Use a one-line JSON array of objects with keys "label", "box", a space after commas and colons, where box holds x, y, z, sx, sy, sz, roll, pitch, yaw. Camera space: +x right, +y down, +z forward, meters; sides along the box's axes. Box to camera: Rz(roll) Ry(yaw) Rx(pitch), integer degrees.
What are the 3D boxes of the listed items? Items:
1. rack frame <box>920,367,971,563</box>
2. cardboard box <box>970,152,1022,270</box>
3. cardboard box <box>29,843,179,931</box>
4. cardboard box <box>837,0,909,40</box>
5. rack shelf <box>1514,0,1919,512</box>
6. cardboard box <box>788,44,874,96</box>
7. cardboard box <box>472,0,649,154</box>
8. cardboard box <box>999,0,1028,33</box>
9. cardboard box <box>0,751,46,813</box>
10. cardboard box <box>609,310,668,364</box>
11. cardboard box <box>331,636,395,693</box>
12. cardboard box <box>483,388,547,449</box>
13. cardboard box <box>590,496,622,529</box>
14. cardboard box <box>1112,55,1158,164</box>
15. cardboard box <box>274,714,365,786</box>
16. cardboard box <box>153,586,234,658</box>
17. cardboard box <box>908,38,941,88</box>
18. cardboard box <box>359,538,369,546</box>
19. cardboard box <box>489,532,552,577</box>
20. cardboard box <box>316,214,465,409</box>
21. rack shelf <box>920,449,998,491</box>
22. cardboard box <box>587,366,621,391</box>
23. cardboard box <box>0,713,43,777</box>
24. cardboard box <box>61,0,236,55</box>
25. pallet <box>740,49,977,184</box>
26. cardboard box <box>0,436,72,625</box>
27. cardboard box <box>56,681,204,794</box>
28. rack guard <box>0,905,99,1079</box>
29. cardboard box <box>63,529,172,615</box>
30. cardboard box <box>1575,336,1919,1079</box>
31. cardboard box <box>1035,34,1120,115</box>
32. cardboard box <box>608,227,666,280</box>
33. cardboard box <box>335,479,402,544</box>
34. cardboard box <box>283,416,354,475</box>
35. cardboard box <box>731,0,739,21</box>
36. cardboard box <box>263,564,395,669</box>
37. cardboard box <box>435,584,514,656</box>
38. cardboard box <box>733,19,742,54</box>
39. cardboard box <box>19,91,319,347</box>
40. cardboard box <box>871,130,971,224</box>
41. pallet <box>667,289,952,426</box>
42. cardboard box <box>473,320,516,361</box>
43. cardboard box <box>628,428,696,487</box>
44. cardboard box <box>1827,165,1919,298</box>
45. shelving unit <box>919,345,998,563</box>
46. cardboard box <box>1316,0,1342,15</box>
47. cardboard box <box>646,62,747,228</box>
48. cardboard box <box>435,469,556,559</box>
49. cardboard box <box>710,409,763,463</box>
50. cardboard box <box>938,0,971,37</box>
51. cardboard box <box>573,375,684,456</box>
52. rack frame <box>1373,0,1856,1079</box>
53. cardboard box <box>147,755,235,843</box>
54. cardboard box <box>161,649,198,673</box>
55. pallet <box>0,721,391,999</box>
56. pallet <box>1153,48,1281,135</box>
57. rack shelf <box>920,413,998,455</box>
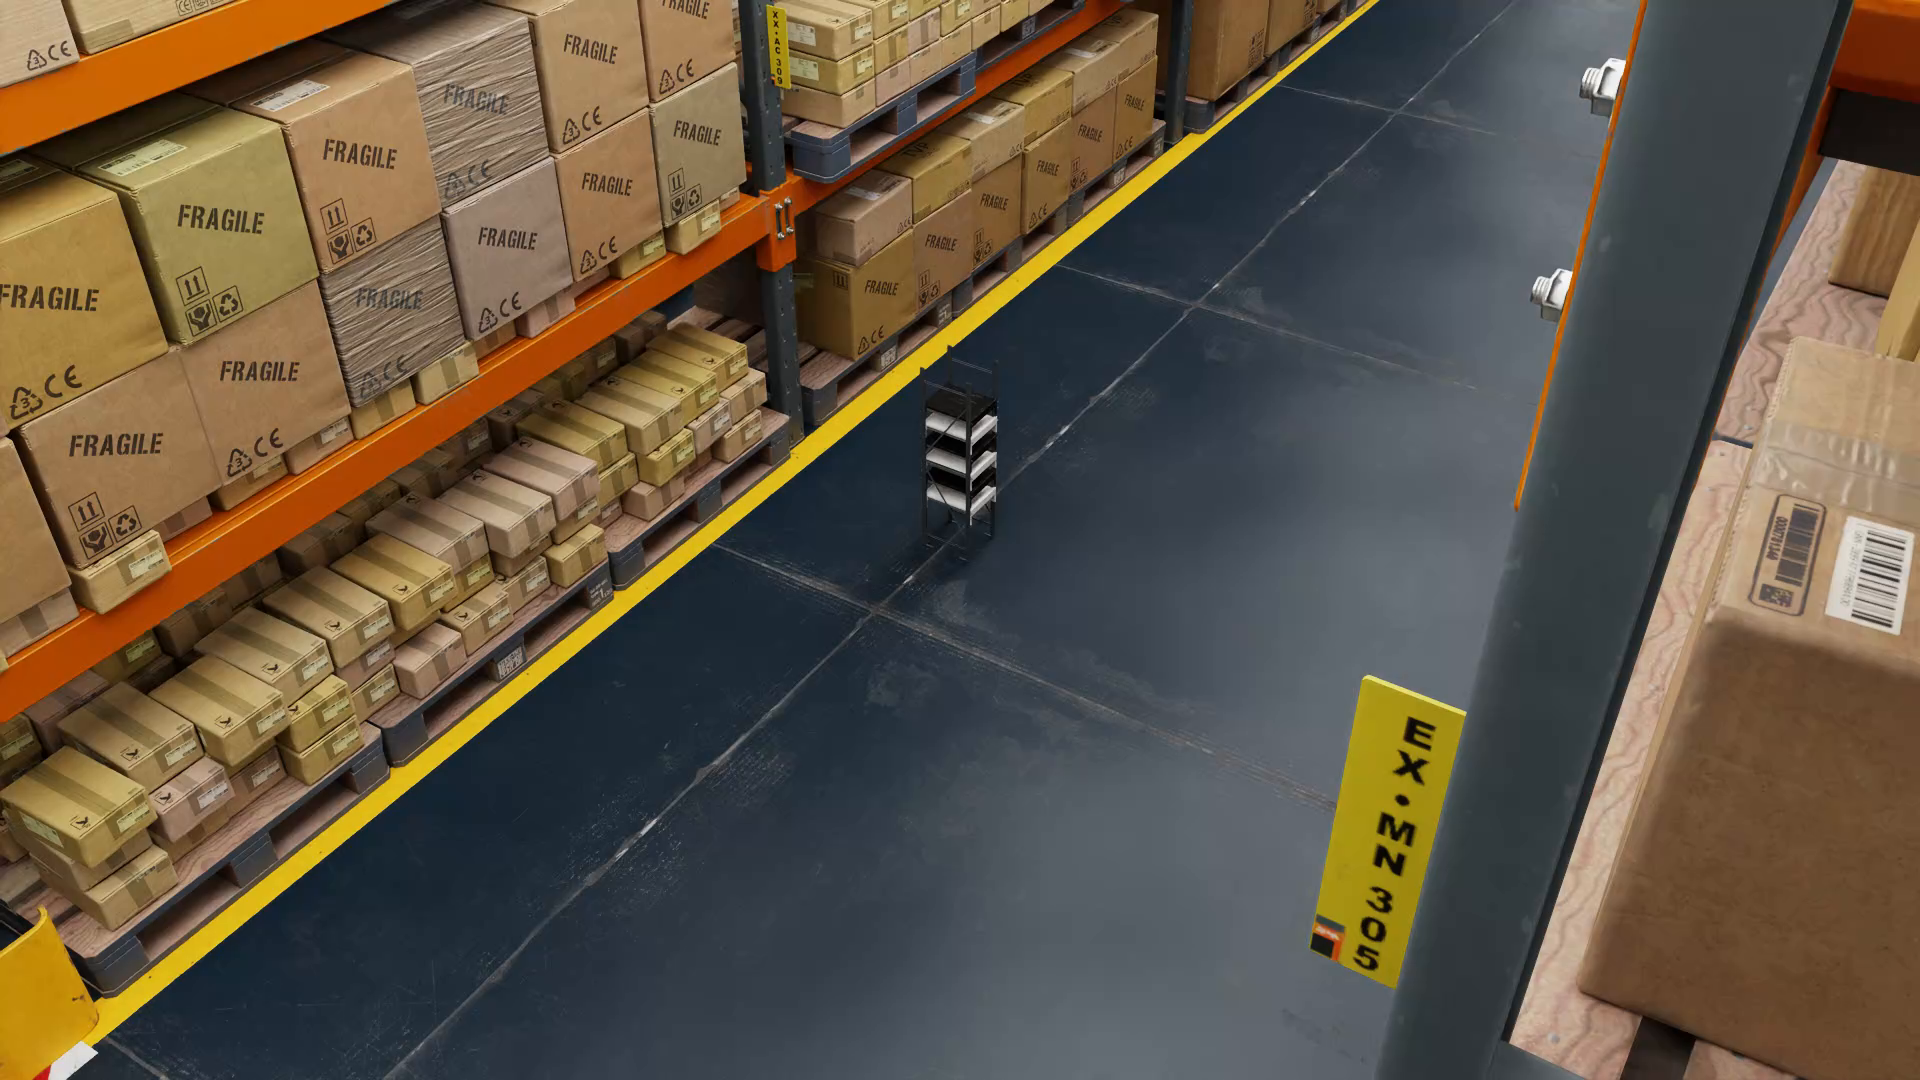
[{"label": "rack frame", "box": [-0.059, -0.300, 6.902, 0.240, 0.900, 0.006, 21, 42, 25]}, {"label": "cardboard box", "box": [-0.017, -1.814, 8.850, 0.500, 0.500, 0.500, 22, 43, 26]}, {"label": "cardboard box", "box": [-2.780, 1.064, 5.405, 0.380, 0.149, 0.250, 22, 43, 26]}, {"label": "cardboard box", "box": [-0.445, -2.297, 7.147, 0.380, 0.149, 0.250, 22, 43, 26]}, {"label": "rack shelf", "box": [1.874, -1.023, 2.123, 1.077, 0.370, 4.000, 21, 42, 25]}, {"label": "cardboard box", "box": [-0.589, -2.033, 7.049, 0.380, 0.149, 0.250, 22, 43, 26]}, {"label": "cardboard box", "box": [-1.484, -1.750, 5.919, 0.500, 0.500, 0.500, 20, 42, 24]}, {"label": "cardboard box", "box": [0.106, -2.590, 8.015, 0.380, 0.149, 0.250, 20, 42, 24]}, {"label": "cardboard box", "box": [-3.290, 0.746, 5.573, 0.380, 0.149, 0.250, 20, 42, 24]}, {"label": "cardboard box", "box": [-1.548, -0.959, 7.541, 0.380, 0.149, 0.250, 23, 43, 27]}, {"label": "cardboard box", "box": [-2.292, 0.383, 6.044, 0.380, 0.149, 0.250, 19, 42, 23]}, {"label": "cardboard box", "box": [-1.960, -0.548, 7.008, 0.380, 0.149, 0.250, 20, 42, 24]}, {"label": "cardboard box", "box": [-1.651, -0.160, 6.991, 0.380, 0.149, 0.250, 20, 42, 24]}, {"label": "cardboard box", "box": [0.823, -2.610, 9.882, 0.500, 0.500, 0.500, 21, 42, 25]}, {"label": "cardboard box", "box": [-2.352, 0.676, 5.908, 0.380, 0.149, 0.250, 22, 43, 26]}, {"label": "cardboard box", "box": [-2.855, 0.239, 5.987, 0.380, 0.149, 0.250, 19, 42, 23]}, {"label": "cardboard box", "box": [-0.308, -2.188, 7.493, 0.380, 0.149, 0.250, 21, 43, 25]}, {"label": "cardboard box", "box": [-2.469, -0.071, 6.633, 0.380, 0.149, 0.250, 22, 43, 26]}, {"label": "cardboard box", "box": [-1.850, -0.031, 6.580, 0.380, 0.149, 0.250, 19, 42, 23]}, {"label": "cardboard box", "box": [-2.051, -0.830, 5.544, 0.500, 0.500, 0.500, 20, 42, 24]}, {"label": "rack shelf", "box": [-0.004, -0.326, 6.990, 0.258, 0.077, 0.200, 21, 42, 25]}, {"label": "cardboard box", "box": [-1.713, -0.709, 7.460, 0.380, 0.149, 0.250, 21, 43, 25]}, {"label": "cardboard box", "box": [-3.262, 0.638, 5.470, 0.380, 0.149, 0.250, 22, 43, 26]}, {"label": "cardboard box", "box": [-2.324, -1.550, 4.470, 0.500, 0.250, 0.500, 20, 42, 24]}, {"label": "pallet", "box": [-0.656, -2.066, 7.631, 1.003, 0.211, 1.213, 21, 42, 25]}, {"label": "cardboard box", "box": [-2.858, -0.032, 4.509, 0.500, 0.500, 0.500, 23, 43, 27]}, {"label": "cardboard box", "box": [-2.718, 0.653, 5.450, 0.380, 0.149, 0.250, 22, 43, 26]}, {"label": "rack guard", "box": [-3.291, 1.217, 5.262, 1.175, 0.500, 0.348, 21, 42, 25]}, {"label": "cardboard box", "box": [-2.590, 0.040, 4.947, 0.380, 0.149, 0.250, 20, 42, 24]}, {"label": "cardboard box", "box": [1.036, 0.222, 1.541, 0.700, 0.500, 0.500, 19, 41, 23]}, {"label": "cardboard box", "box": [0.548, -2.629, 9.293, 0.500, 0.250, 0.500, 22, 43, 26]}, {"label": "cardboard box", "box": [-1.383, -1.186, 6.537, 0.380, 0.149, 0.250, 23, 43, 27]}, {"label": "cardboard box", "box": [-2.407, -0.162, 6.507, 0.380, 0.149, 0.250, 21, 42, 25]}, {"label": "cardboard box", "box": [-2.245, -0.388, 5.502, 0.380, 0.149, 0.250, 20, 42, 24]}, {"label": "cardboard box", "box": [-1.138, -2.369, 7.241, 0.380, 0.149, 0.250, 23, 43, 27]}, {"label": "cardboard box", "box": [-2.255, 0.270, 5.947, 0.380, 0.149, 0.250, 23, 43, 27]}, {"label": "cardboard box", "box": [-1.963, 0.262, 6.445, 0.380, 0.149, 0.250, 21, 42, 25]}, {"label": "cardboard box", "box": [-1.142, -2.250, 7.330, 0.380, 0.149, 0.250, 23, 43, 26]}, {"label": "cardboard box", "box": [-2.304, -0.955, 4.887, 0.500, 0.500, 0.500, 20, 42, 24]}, {"label": "cardboard box", "box": [-0.286, -1.839, 8.268, 0.500, 0.250, 0.500, 22, 43, 26]}, {"label": "pallet", "box": [-0.772, -1.093, 8.495, 1.003, 0.211, 1.213, 21, 42, 25]}, {"label": "cardboard box", "box": [-1.844, -0.797, 6.033, 0.380, 0.149, 0.250, 21, 42, 24]}, {"label": "cardboard box", "box": [-1.352, -0.397, 7.056, 0.380, 0.149, 0.250, 20, 42, 24]}, {"label": "cardboard box", "box": [1.885, -0.633, 2.650, 0.700, 0.500, 0.500, 23, 43, 27]}, {"label": "shelving unit", "box": [-0.004, -0.352, 6.970, 0.258, 0.900, 0.210, 21, 42, 25]}, {"label": "cardboard box", "box": [2.321, -4.350, 11.934, 1.050, 0.750, 0.750, 21, 42, 25]}, {"label": "cardboard box", "box": [-1.209, -1.612, 6.558, 0.500, 0.500, 0.500, 21, 42, 25]}, {"label": "cardboard box", "box": [-1.796, -0.104, 6.432, 0.380, 0.149, 0.250, 20, 42, 24]}, {"label": "cardboard box", "box": [-1.111, -0.519, 7.458, 0.380, 0.149, 0.250, 22, 43, 26]}, {"label": "cardboard box", "box": [-0.175, -2.435, 7.570, 0.380, 0.149, 0.250, 19, 42, 23]}, {"label": "cardboard box", "box": [-1.390, -0.525, 6.978, 0.380, 0.149, 0.250, 21, 42, 25]}, {"label": "rack frame", "box": [0.800, -0.436, 0.445, 0.949, 2.616, 0.053, 21, 42, 25]}, {"label": "cardboard box", "box": [-2.639, 0.802, 5.500, 0.380, 0.149, 0.250, 21, 42, 25]}, {"label": "cardboard box", "box": [-2.782, 0.372, 6.058, 0.380, 0.149, 0.250, 21, 42, 25]}, {"label": "pallet", "box": [-2.826, 0.924, 5.878, 1.003, 0.211, 1.213, 21, 42, 25]}, {"label": "pallet", "box": [1.441, -3.135, 11.144, 1.003, 0.211, 1.213, 21, 42, 25]}, {"label": "rack shelf", "box": [-0.004, -0.468, 6.880, 0.258, 0.077, 0.200, 21, 42, 25]}]
